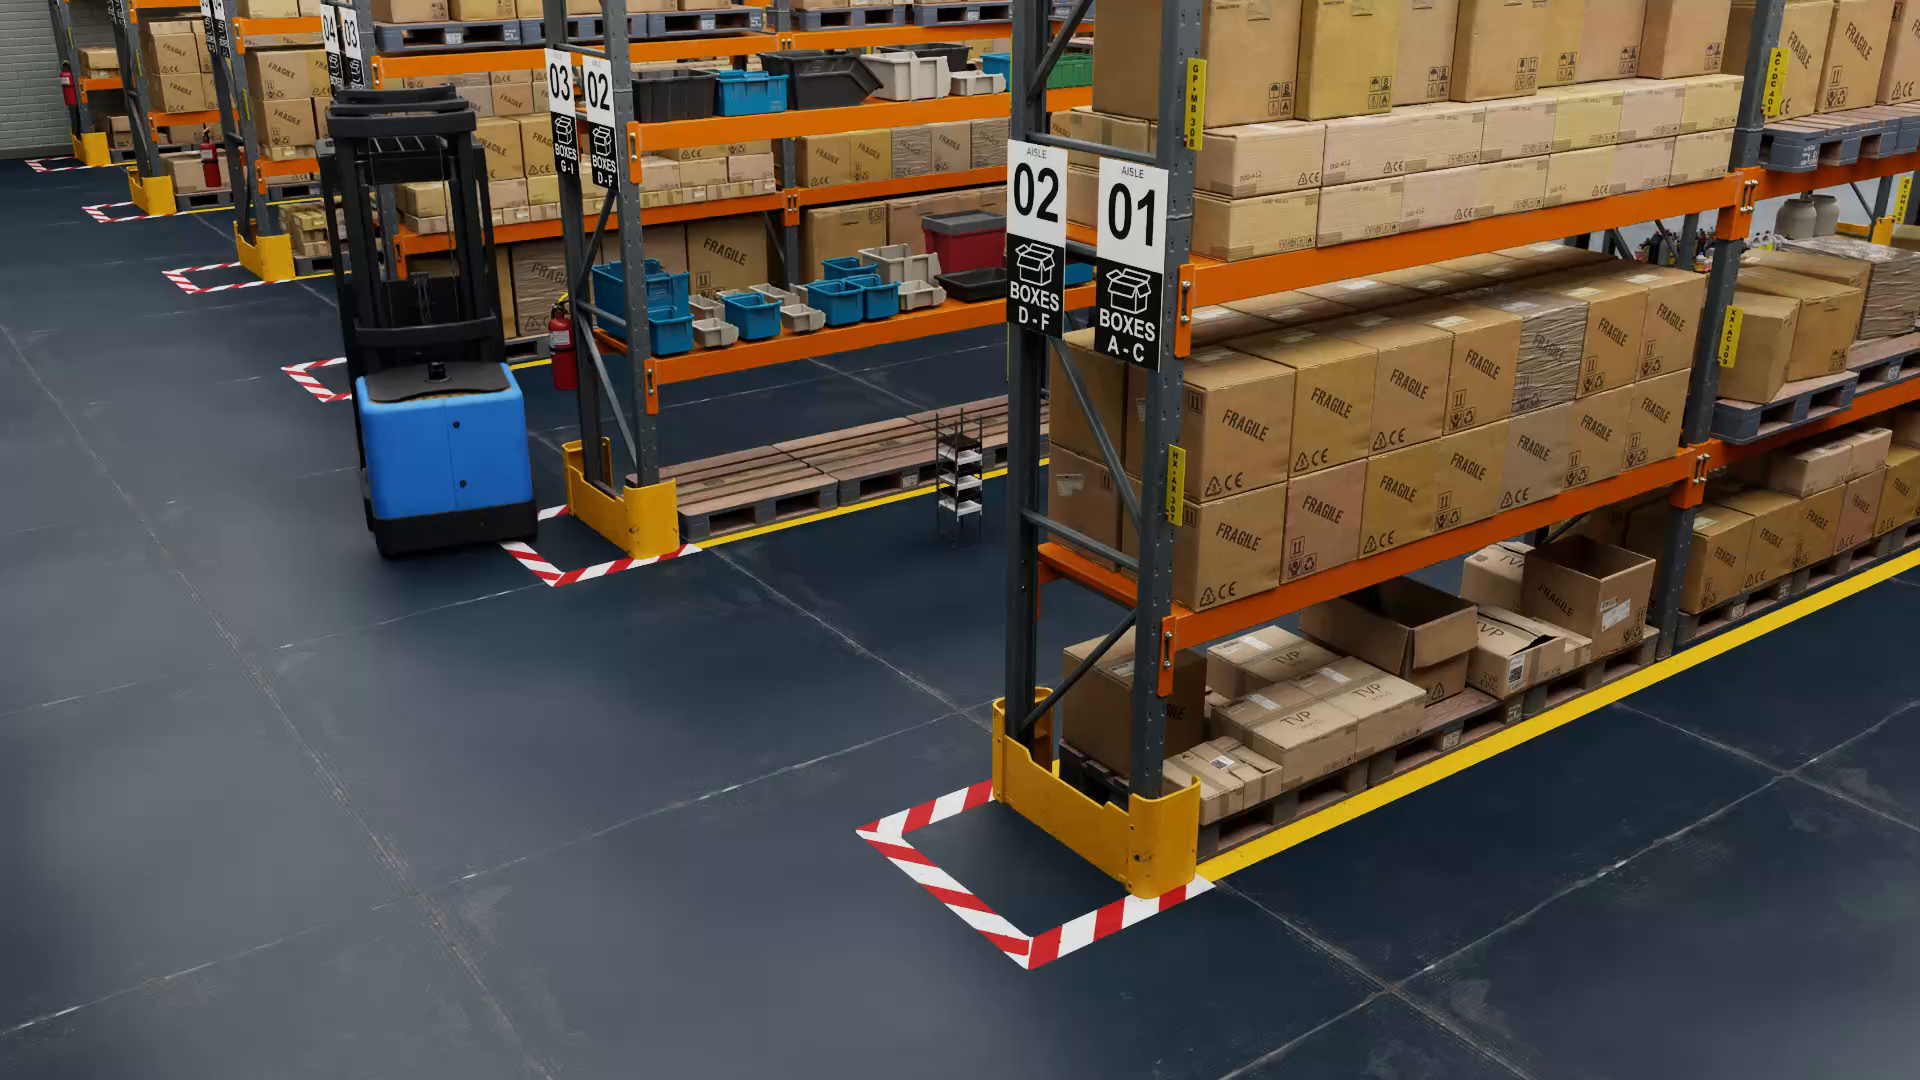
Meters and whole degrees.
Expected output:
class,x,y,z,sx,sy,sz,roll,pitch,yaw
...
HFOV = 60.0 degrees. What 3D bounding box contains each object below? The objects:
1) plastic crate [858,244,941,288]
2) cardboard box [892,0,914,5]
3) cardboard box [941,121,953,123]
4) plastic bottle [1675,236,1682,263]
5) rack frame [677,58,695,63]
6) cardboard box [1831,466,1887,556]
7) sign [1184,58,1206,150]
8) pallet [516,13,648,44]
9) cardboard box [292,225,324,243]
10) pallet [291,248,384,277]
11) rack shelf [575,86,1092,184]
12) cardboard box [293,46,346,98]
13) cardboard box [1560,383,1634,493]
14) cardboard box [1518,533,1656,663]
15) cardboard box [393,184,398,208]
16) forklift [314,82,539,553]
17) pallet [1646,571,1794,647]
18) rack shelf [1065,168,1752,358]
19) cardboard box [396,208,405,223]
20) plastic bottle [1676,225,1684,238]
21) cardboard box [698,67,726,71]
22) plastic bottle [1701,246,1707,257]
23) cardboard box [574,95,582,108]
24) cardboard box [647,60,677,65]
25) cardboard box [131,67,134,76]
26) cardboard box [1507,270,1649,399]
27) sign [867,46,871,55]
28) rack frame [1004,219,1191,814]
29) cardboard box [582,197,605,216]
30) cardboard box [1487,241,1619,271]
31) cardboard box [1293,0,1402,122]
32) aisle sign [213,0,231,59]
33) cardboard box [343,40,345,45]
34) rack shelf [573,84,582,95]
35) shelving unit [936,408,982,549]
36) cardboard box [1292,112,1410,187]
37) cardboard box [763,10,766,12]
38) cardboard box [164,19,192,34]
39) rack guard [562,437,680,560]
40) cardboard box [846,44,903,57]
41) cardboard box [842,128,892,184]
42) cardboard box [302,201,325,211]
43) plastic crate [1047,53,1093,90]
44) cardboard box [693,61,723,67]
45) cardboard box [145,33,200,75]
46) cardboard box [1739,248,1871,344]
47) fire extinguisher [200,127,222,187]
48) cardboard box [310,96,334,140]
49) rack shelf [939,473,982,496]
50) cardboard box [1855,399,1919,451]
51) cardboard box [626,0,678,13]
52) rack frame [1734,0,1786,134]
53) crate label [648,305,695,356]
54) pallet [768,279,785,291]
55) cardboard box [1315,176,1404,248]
class,x,y,z,sx,sy,sz,roll,pitch,yaw
plastic crate,-0.437,-2.037,12.532,0.530,0.282,0.437,-15,26,-33
cardboard box,-0.686,-5.578,17.052,0.250,0.149,0.380,-16,27,-35
cardboard box,-0.410,-4.767,17.806,0.637,0.503,0.797,-14,26,-31
plastic bottle,8.021,-3.238,18.546,0.135,0.276,0.152,-15,26,-33
rack frame,-4.523,-7.676,26.586,0.127,3.000,1.000,-15,26,-33
cardboard box,5.582,-0.257,10.772,0.500,0.500,0.500,-16,27,-35
sign,0.870,-1.618,6.178,0.005,0.325,0.100,-15,26,-33
pallet,-3.642,-4.745,15.312,1.213,0.211,1.003,-15,26,-33
cardboard box,-7.469,-3.523,19.056,0.250,0.149,0.380,-14,26,-31
pallet,-7.303,-3.364,19.542,1.213,0.211,1.003,-15,26,-33
rack shelf,-0.714,-2.965,11.703,4.000,0.370,1.077,-15,26,-33
cardboard box,-7.119,-5.255,18.633,0.500,0.500,0.500,-14,26,-31
cardboard box,3.126,-0.597,8.710,0.500,0.500,0.500,-14,26,-31
cardboard box,3.503,0.317,9.333,0.500,0.500,0.500,-15,26,-33
cardboard box,-4.991,-3.217,15.211,0.500,0.250,0.500,-15,26,-34
forklift,-3.892,-1.786,11.918,1.130,2.935,3.031,-8,23,-20
pallet,4.438,0.260,10.461,1.213,0.211,1.003,-15,26,-33
rack shelf,2.176,-1.474,7.967,4.000,0.370,1.077,-15,26,-33
cardboard box,-5.133,-3.023,15.263,0.250,0.149,0.380,-14,26,-32
plastic bottle,8.176,-3.382,18.806,0.185,0.351,0.144,-15,26,-33
cardboard box,-3.160,-5.925,21.167,0.250,0.149,0.380,-14,26,-31
plastic bottle,8.102,-3.061,18.090,0.133,0.283,0.061,-15,26,-33
cardboard box,-5.859,-6.568,26.109,0.875,0.875,0.875,-15,26,-32
cardboard box,-4.782,-7.419,26.144,0.500,0.250,0.500,-16,27,-35
cardboard box,-13.120,-7.445,26.347,0.250,0.149,0.380,-15,26,-34
cardboard box,3.126,-1.060,8.521,0.500,0.500,0.500,-16,27,-34
sign,-1.226,-6.549,22.305,0.005,0.325,0.100,-15,26,-33
rack frame,0.553,0.018,7.305,0.127,3.000,1.000,-15,26,-33
cardboard box,-3.501,-3.158,15.601,0.250,0.149,0.380,-16,27,-34
cardboard box,3.253,-1.342,9.227,0.500,0.500,0.500,-14,26,-31
cardboard box,1.416,-2.085,7.043,0.500,0.500,0.700,-15,26,-33
aisle sign,-7.928,-5.579,17.822,0.004,0.787,0.394,-15,26,-33
cardboard box,-6.990,-5.525,19.310,0.500,0.500,0.500,-13,25,-30
rack shelf,-6.147,-6.909,25.635,4.000,0.370,1.077,-15,26,-33
shelving unit,-0.007,-0.416,11.225,0.210,0.900,0.258,-15,26,-33
cardboard box,1.532,-1.677,7.032,0.500,0.250,0.500,-15,26,-33
cardboard box,-3.360,-8.796,27.415,0.250,0.149,0.380,-16,27,-35
cardboard box,-10.396,-6.829,22.102,0.250,0.149,0.380,-14,26,-32
rack guard,-2.349,-0.303,11.482,0.348,0.500,1.175,-15,26,-33
cardboard box,-1.180,-6.814,22.941,0.500,0.500,0.700,-15,26,-33
cardboard box,-1.056,-4.009,17.261,0.500,0.500,0.500,-15,26,-33
cardboard box,-7.525,-3.853,19.481,0.250,0.149,0.380,-14,26,-32
plastic crate,0.743,-3.451,12.236,0.662,0.188,0.450,-15,26,-33
cardboard box,-3.309,-6.184,21.816,0.250,0.149,0.380,-15,26,-34
cardboard box,-10.461,-6.474,22.089,0.500,0.500,0.500,-16,27,-34
cardboard box,5.198,-1.490,10.383,0.700,0.500,0.500,17,27,36
fire extinguisher,-8.518,-4.353,18.864,0.183,0.674,0.296,-15,26,-33
cardboard box,-7.099,-4.800,18.841,0.500,0.500,0.500,-15,26,-33
rack shelf,-0.007,-0.385,11.238,0.200,0.077,0.258,-15,26,-33
cardboard box,6.381,-0.819,11.169,0.500,0.250,0.500,-14,26,-31
cardboard box,-3.022,-5.208,15.516,0.500,0.500,0.700,-13,25,-30
rack frame,3.800,-3.634,8.362,0.127,3.000,1.000,-15,26,-33
crate label,-1.944,-1.378,10.947,0.303,0.233,0.416,-15,26,-33
pallet,-1.400,-2.724,17.937,1.213,0.211,1.003,-15,26,-33
cardboard box,1.532,-1.445,7.125,0.500,0.250,0.500,-15,26,-33
